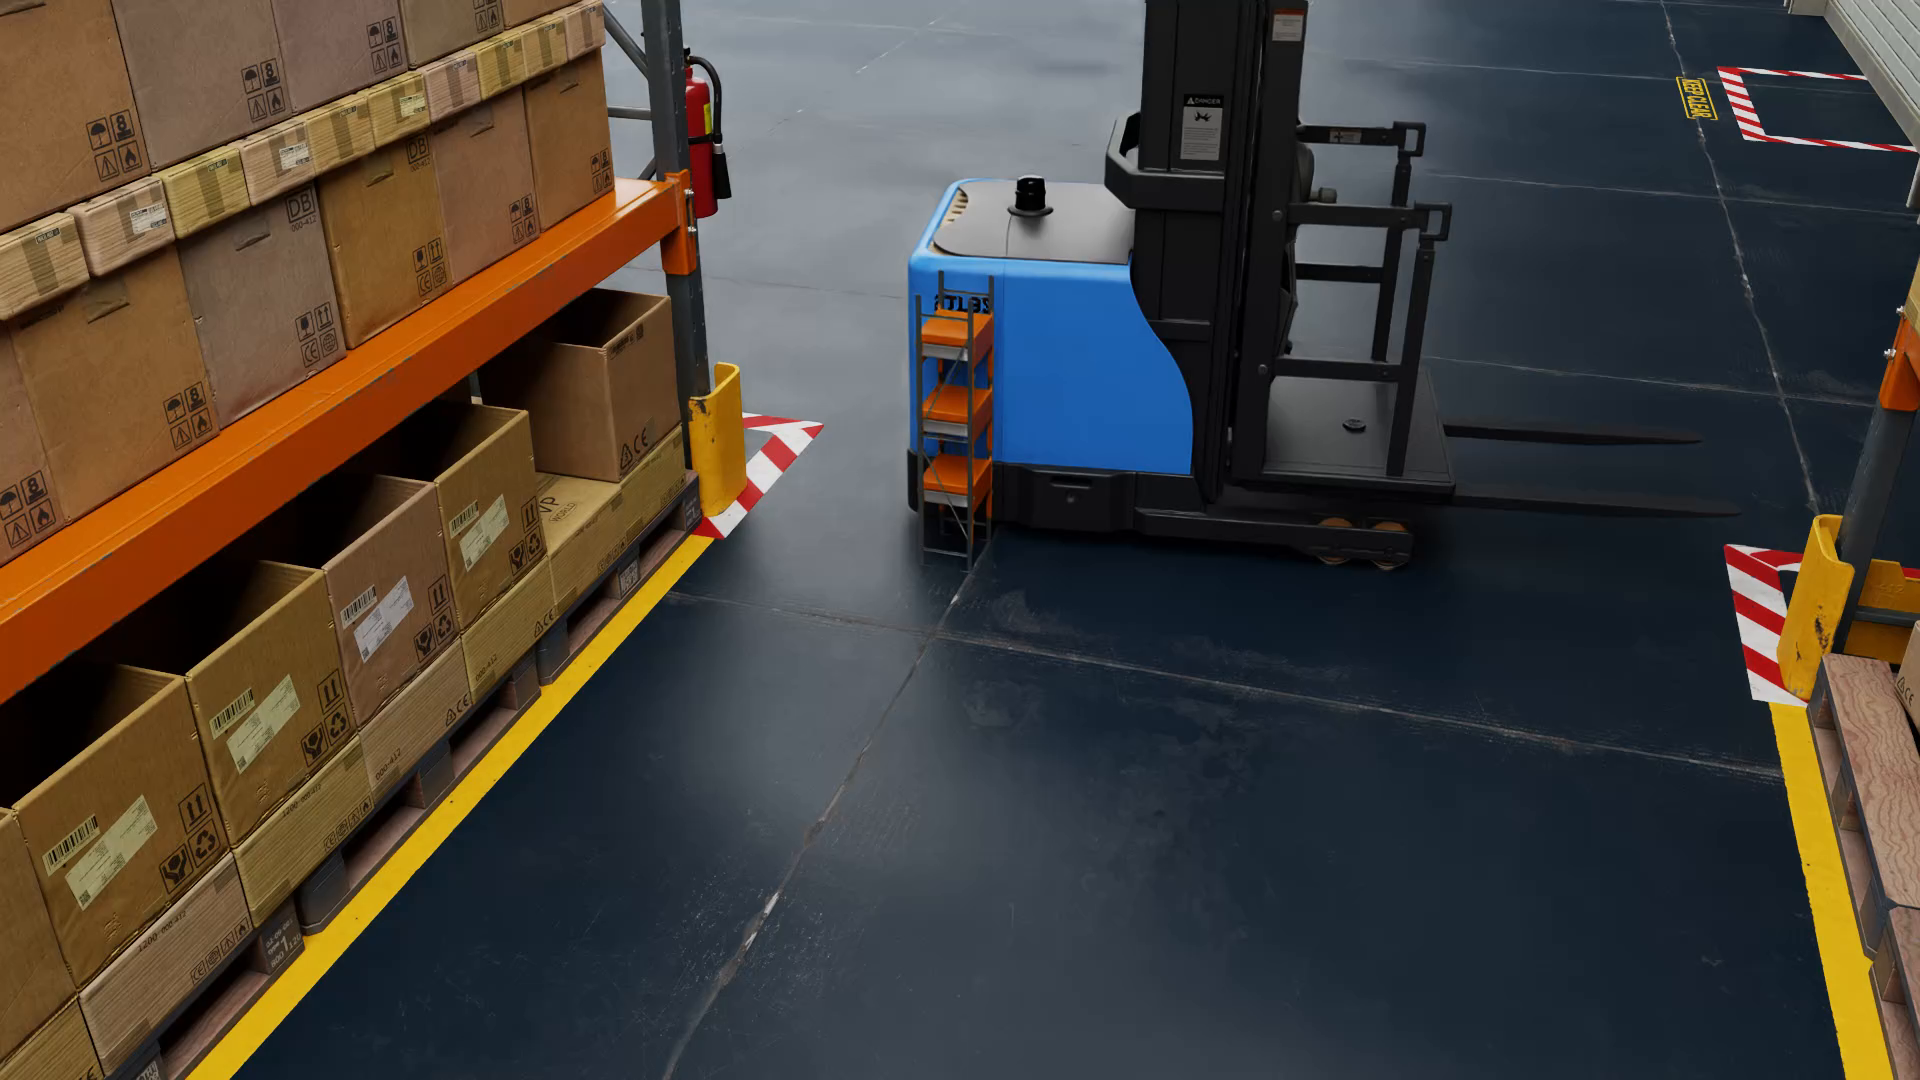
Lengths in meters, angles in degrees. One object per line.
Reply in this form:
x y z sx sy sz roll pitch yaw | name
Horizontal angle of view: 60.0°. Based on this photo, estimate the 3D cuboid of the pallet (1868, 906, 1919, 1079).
2.632 1.355 3.597 1.003 0.211 1.213 8 30 15 | pallet

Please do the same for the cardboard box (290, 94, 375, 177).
-1.758 -1.062 4.304 0.380 0.149 0.250 9 30 16 | cardboard box

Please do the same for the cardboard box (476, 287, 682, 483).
-1.323 -0.560 5.796 0.500 0.500 0.500 8 30 15 | cardboard box

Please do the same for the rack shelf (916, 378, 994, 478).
-0.016 -0.398 5.908 0.215 0.259 0.240 9 30 15 | rack shelf

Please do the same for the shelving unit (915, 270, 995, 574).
-0.016 -0.408 5.903 0.215 1.050 0.252 9 30 15 | shelving unit

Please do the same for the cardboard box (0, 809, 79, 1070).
-2.188 0.837 3.285 0.500 0.500 0.500 8 30 15 | cardboard box

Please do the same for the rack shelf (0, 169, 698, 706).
-2.037 -0.298 4.440 1.077 0.370 4.000 8 30 15 | rack shelf

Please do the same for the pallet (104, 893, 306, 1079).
-2.350 1.172 3.926 1.003 0.211 1.213 8 30 15 | pallet

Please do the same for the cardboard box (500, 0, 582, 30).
-1.614 -1.913 5.165 0.700 0.500 0.500 9 30 15 | cardboard box

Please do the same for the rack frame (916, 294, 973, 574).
-0.052 -0.351 5.801 0.200 1.050 0.008 9 30 15 | rack frame

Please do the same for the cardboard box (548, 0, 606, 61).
-1.380 -1.664 5.386 0.380 0.149 0.250 8 30 14 | cardboard box

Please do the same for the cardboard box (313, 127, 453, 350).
-1.900 -0.896 4.672 0.700 0.500 0.500 9 30 15 | cardboard box

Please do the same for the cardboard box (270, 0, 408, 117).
-1.911 -1.433 4.303 0.700 0.500 0.500 9 30 15 | cardboard box

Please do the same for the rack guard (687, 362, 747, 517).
-1.443 -0.461 6.564 1.175 0.500 0.348 8 30 15 | rack guard

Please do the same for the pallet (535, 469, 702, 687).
-1.634 0.038 5.964 1.003 0.211 1.213 8 30 15 | pallet

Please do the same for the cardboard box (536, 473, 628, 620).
-1.460 0.002 5.558 0.500 0.250 0.500 8 30 15 | cardboard box

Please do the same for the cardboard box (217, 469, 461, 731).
-1.750 0.139 4.539 0.500 0.500 0.500 8 30 15 | cardboard box

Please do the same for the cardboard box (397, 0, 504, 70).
-1.764 -1.667 4.725 0.700 0.500 0.500 8 30 14 | cardboard box

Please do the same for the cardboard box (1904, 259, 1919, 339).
2.840 -0.598 4.374 0.500 0.250 0.500 8 30 13 | cardboard box

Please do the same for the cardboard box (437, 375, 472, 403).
-1.965 -0.401 5.511 0.500 0.500 0.500 8 30 15 | cardboard box

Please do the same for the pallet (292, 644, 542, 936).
-1.994 0.603 4.948 1.003 0.211 1.213 8 30 15 | pallet

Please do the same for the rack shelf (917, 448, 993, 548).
-0.016 -0.155 6.043 0.215 0.259 0.240 9 30 15 | rack shelf

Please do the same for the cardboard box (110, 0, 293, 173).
-2.058 -1.200 3.885 0.700 0.500 0.500 9 30 15 | cardboard box

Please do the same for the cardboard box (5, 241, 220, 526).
-2.200 -0.412 3.803 0.700 0.500 0.500 9 30 16 | cardboard box

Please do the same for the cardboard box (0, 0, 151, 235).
-2.205 -0.968 3.468 0.700 0.500 0.500 8 30 15 | cardboard box

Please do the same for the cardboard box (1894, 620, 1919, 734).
2.998 0.455 4.660 0.500 0.311 0.500 5 30 9 | cardboard box

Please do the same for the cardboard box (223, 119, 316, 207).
-1.833 -0.943 4.089 0.380 0.149 0.250 8 30 14 | cardboard box

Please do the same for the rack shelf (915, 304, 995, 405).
-0.016 -0.646 5.770 0.215 0.259 0.240 9 30 15 | rack shelf

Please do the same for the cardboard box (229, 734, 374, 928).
-1.894 0.700 4.303 0.500 0.250 0.500 8 30 15 | cardboard box

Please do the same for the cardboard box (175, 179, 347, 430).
-2.051 -0.650 4.231 0.700 0.500 0.500 9 30 16 | cardboard box

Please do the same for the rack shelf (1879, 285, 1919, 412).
2.700 0.407 3.172 1.077 0.370 4.000 8 30 15 | rack shelf

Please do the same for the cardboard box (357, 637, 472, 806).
-1.753 0.467 4.722 0.500 0.250 0.500 8 30 15 | cardboard box

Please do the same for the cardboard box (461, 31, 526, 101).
-1.530 -1.423 4.953 0.380 0.149 0.250 8 30 14 | cardboard box

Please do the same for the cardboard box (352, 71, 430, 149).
-1.683 -1.185 4.524 0.380 0.149 0.250 9 30 16 | cardboard box

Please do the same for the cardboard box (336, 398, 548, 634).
-1.602 -0.093 4.956 0.500 0.500 0.500 8 30 15 | cardboard box

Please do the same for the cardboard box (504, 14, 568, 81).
-1.455 -1.542 5.167 0.380 0.149 0.250 9 30 16 | cardboard box

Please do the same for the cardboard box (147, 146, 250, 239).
-1.908 -0.828 3.882 0.380 0.149 0.250 8 30 14 | cardboard box

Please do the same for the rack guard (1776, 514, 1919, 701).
3.265 0.291 5.213 1.175 0.500 0.348 8 30 15 | rack guard

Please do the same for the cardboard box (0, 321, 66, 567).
-2.351 -0.180 3.385 0.700 0.500 0.500 8 30 14 | cardboard box

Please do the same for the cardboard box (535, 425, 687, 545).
-1.325 -0.232 5.978 0.500 0.250 0.500 8 30 15 | cardboard box

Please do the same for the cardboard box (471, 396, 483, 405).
-1.820 -0.306 6.111 0.500 0.250 0.500 8 30 15 | cardboard box

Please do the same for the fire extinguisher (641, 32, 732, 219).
-0.971 -1.497 5.934 0.296 0.674 0.183 8 30 15 | fire extinguisher

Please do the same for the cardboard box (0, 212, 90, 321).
-2.061 -0.582 3.441 0.380 0.149 0.250 7 30 13 | cardboard box

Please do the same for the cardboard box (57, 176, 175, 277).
-1.985 -0.707 3.665 0.380 0.149 0.250 8 30 13 | cardboard box

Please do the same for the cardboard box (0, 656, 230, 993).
-2.049 0.603 3.705 0.500 0.500 0.500 8 30 15 | cardboard box

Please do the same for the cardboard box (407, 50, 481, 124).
-1.606 -1.307 4.744 0.380 0.149 0.250 9 30 16 | cardboard box

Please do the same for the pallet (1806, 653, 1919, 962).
2.992 0.790 4.613 1.003 0.211 1.213 8 30 15 | pallet

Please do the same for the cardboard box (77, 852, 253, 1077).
-2.046 0.931 3.887 0.500 0.250 0.500 8 30 15 | cardboard box

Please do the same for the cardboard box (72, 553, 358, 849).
-1.895 0.372 4.121 0.500 0.500 0.500 8 30 15 | cardboard box

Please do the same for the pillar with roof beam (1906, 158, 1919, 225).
1.554 -6.412 8.520 9.100 9.000 0.400 8 30 15 | pillar with roof beam

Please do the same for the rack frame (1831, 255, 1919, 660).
3.287 -0.837 4.668 1.000 3.000 0.127 8 30 15 | rack frame

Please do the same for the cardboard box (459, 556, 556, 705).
-1.605 0.234 5.140 0.500 0.250 0.500 8 30 15 | cardboard box

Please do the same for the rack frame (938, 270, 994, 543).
0.021 -0.464 6.005 0.200 1.050 0.008 9 30 15 | rack frame

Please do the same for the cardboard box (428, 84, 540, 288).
-1.748 -1.126 5.085 0.700 0.500 0.500 9 30 16 | cardboard box

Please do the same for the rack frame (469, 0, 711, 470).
-1.450 -1.542 5.936 1.000 3.000 0.127 8 30 15 | rack frame

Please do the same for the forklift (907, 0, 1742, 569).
1.363 -1.455 5.851 3.031 2.935 1.130 4 29 8 | forklift

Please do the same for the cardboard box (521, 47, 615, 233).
-1.599 -1.370 5.525 0.700 0.500 0.500 9 30 15 | cardboard box

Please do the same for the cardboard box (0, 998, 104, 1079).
-2.198 1.163 3.470 0.500 0.250 0.500 8 30 15 | cardboard box

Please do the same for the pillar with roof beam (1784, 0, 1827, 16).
3.315 -9.200 13.532 9.100 9.000 0.400 8 30 15 | pillar with roof beam
